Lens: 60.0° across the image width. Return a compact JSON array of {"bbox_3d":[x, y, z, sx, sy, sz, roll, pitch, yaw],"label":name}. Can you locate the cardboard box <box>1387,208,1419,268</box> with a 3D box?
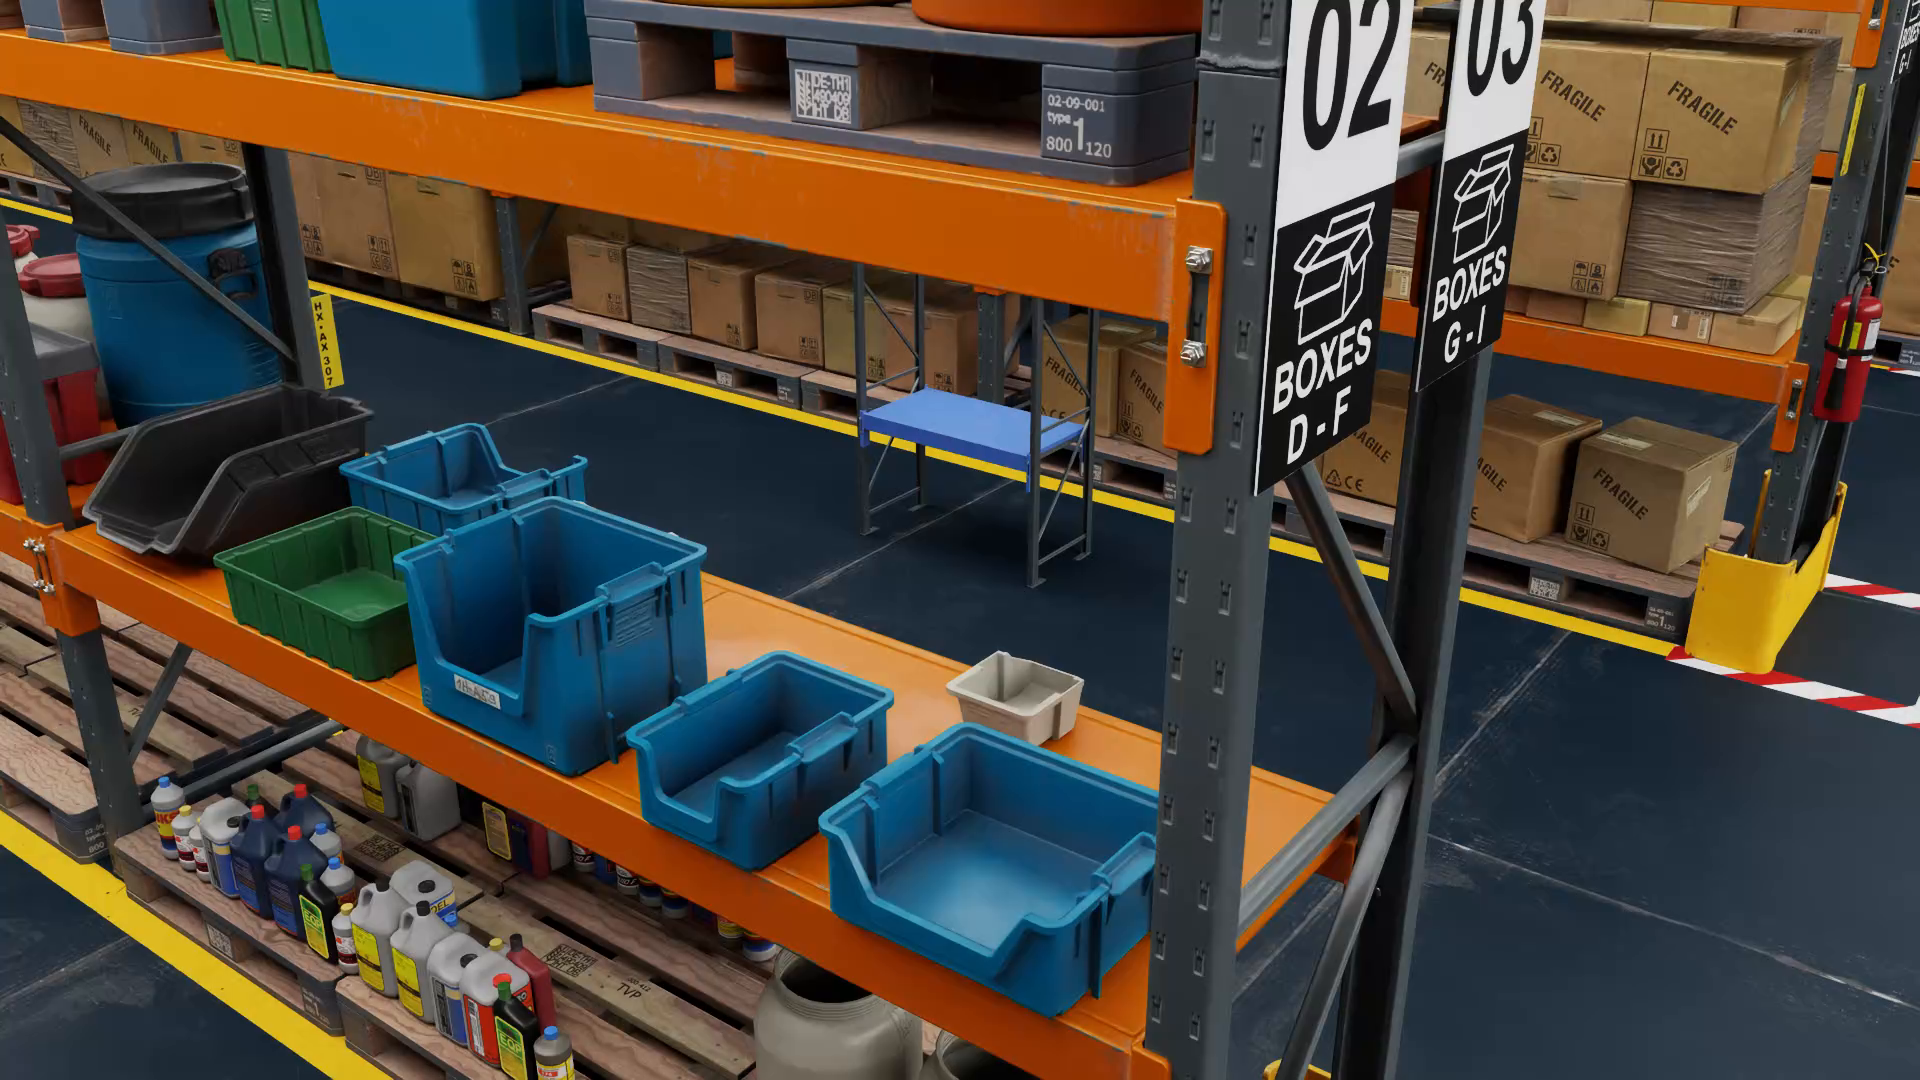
[{"bbox_3d":[2.371,-1.551,7.556,0.500,0.500,0.875,17,29,33],"label":"cardboard box"}]

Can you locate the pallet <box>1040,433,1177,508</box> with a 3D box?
[{"bbox_3d":[0.998,-0.550,9.236,1.213,0.211,1.003,17,29,33],"label":"pallet"}]

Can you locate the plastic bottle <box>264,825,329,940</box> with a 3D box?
[{"bbox_3d":[-1.983,1.007,4.985,0.185,0.351,0.144,15,28,31],"label":"plastic bottle"}]

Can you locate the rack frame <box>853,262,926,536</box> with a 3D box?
[{"bbox_3d":[-0.338,-0.789,8.180,0.032,1.500,0.500,17,29,33],"label":"rack frame"}]

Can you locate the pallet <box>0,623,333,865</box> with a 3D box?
[{"bbox_3d":[-3.182,0.720,6.355,1.213,0.211,1.003,17,29,33],"label":"pallet"}]

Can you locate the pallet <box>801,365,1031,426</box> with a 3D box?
[{"bbox_3d":[-0.184,-0.889,10.005,1.213,0.211,1.003,17,29,33],"label":"pallet"}]

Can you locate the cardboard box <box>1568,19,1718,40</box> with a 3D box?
[{"bbox_3d":[2.968,-1.993,7.321,0.500,0.500,0.500,17,29,33],"label":"cardboard box"}]

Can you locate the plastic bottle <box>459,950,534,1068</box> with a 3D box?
[{"bbox_3d":[-1.248,1.261,4.501,0.135,0.276,0.152,17,29,34],"label":"plastic bottle"}]

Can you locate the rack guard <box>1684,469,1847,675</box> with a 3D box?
[{"bbox_3d":[3.580,0.116,7.367,0.348,0.500,1.175,17,29,33],"label":"rack guard"}]

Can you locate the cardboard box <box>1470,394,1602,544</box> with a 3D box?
[{"bbox_3d":[2.652,-0.348,7.899,0.500,0.500,0.500,-17,29,-34],"label":"cardboard box"}]

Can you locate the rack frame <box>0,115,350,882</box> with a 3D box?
[{"bbox_3d":[-2.531,-0.379,5.390,0.127,3.000,1.000,17,29,33],"label":"rack frame"}]

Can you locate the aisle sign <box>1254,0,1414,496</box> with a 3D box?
[{"bbox_3d":[0.549,-0.488,2.414,0.004,0.787,0.394,17,29,33],"label":"aisle sign"}]

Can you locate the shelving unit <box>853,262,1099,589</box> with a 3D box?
[{"bbox_3d":[0.068,-0.666,7.901,1.048,1.500,0.538,17,29,33],"label":"shelving unit"}]

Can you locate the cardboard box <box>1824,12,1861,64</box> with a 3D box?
[{"bbox_3d":[5.927,-3.354,10.617,0.550,0.550,0.875,17,29,33],"label":"cardboard box"}]

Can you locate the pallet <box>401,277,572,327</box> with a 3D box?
[{"bbox_3d":[-3.347,-1.883,12.262,1.213,0.211,1.003,17,29,33],"label":"pallet"}]

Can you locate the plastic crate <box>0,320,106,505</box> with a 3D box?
[{"bbox_3d":[-3.102,-0.427,5.419,0.583,0.464,0.402,17,29,33],"label":"plastic crate"}]

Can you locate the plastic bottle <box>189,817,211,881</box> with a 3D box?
[{"bbox_3d":[-2.376,0.968,5.258,0.097,0.201,0.097,0,24,0],"label":"plastic bottle"}]

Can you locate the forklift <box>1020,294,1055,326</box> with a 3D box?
[{"bbox_3d":[-0.784,-3.093,11.635,3.031,2.935,1.130,19,30,37],"label":"forklift"}]

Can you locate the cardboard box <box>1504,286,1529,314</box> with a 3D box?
[{"bbox_3d":[2.492,-1.141,7.431,0.250,0.149,0.380,17,29,33],"label":"cardboard box"}]

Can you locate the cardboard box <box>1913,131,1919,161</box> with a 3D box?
[{"bbox_3d":[6.372,-2.729,10.538,0.550,0.550,0.875,17,29,33],"label":"cardboard box"}]

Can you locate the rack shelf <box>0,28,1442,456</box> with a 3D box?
[{"bbox_3d":[-0.930,-0.939,3.833,4.000,0.370,1.077,17,29,33],"label":"rack shelf"}]

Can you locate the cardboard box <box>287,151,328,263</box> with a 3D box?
[{"bbox_3d":[-4.722,-2.767,12.925,0.875,0.875,1.225,16,28,32],"label":"cardboard box"}]

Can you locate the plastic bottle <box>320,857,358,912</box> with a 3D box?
[{"bbox_3d":[-1.843,1.066,4.948,0.097,0.271,0.097,0,24,0],"label":"plastic bottle"}]

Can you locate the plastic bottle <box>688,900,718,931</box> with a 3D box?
[{"bbox_3d":[-0.764,1.030,5.015,0.133,0.283,0.061,17,29,34],"label":"plastic bottle"}]

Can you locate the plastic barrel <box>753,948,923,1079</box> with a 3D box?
[{"bbox_3d":[-0.304,1.279,4.192,0.421,0.512,0.421,0,24,0],"label":"plastic barrel"}]

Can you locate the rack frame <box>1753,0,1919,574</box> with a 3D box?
[{"bbox_3d":[3.640,-1.010,6.822,0.127,3.000,1.000,17,29,33],"label":"rack frame"}]

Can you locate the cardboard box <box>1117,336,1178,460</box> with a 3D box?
[{"bbox_3d":[1.199,-0.780,8.879,0.500,0.500,0.500,-16,28,-31],"label":"cardboard box"}]

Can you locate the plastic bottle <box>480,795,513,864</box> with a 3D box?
[{"bbox_3d":[-1.472,0.889,5.335,0.133,0.283,0.061,17,29,33],"label":"plastic bottle"}]

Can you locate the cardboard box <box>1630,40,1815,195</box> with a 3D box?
[{"bbox_3d":[3.052,-1.702,6.661,0.500,0.500,0.500,17,29,33],"label":"cardboard box"}]

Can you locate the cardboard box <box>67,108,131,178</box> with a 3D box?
[{"bbox_3d":[-7.162,-3.535,14.666,0.875,0.875,0.875,17,29,33],"label":"cardboard box"}]

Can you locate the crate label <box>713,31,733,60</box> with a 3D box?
[{"bbox_3d":[-0.630,-1.276,3.889,0.408,0.251,0.502,17,29,33],"label":"crate label"}]

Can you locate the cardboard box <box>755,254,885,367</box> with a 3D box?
[{"bbox_3d":[-0.857,-1.446,10.367,0.500,0.500,0.700,14,27,29],"label":"cardboard box"}]

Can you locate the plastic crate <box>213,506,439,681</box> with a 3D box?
[{"bbox_3d":[-1.614,0.137,4.481,0.662,0.188,0.450,17,29,33],"label":"plastic crate"}]

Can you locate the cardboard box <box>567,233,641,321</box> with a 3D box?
[{"bbox_3d":[-2.213,-1.846,11.275,0.500,0.500,0.700,15,28,31],"label":"cardboard box"}]

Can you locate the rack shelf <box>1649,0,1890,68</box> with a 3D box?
[{"bbox_3d":[2.040,-2.537,7.460,4.000,0.370,1.077,17,29,33],"label":"rack shelf"}]

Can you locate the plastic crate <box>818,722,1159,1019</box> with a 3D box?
[{"bbox_3d":[0.090,0.632,3.280,0.616,0.251,0.499,17,29,33],"label":"plastic crate"}]

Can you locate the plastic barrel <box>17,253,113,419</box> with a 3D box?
[{"bbox_3d":[-3.165,-0.743,6.048,0.433,0.535,0.433,0,24,0],"label":"plastic barrel"}]

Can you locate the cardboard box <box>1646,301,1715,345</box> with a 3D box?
[{"bbox_3d":[3.089,-0.958,7.015,0.250,0.149,0.380,17,29,33],"label":"cardboard box"}]

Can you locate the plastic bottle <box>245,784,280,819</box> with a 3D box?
[{"bbox_3d":[-2.200,0.916,5.274,0.133,0.283,0.061,17,29,33],"label":"plastic bottle"}]

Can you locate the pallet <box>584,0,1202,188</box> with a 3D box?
[{"bbox_3d":[0.067,-0.930,3.154,1.213,0.211,1.003,17,29,33],"label":"pallet"}]

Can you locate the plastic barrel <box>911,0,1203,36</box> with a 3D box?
[{"bbox_3d":[0.205,-1.250,2.592,0.708,0.830,0.600,17,29,33],"label":"plastic barrel"}]

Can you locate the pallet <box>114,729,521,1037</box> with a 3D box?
[{"bbox_3d":[-2.018,1.073,5.553,1.213,0.211,1.003,17,29,33],"label":"pallet"}]

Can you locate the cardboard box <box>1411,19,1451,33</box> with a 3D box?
[{"bbox_3d":[1.855,-2.067,7.488,0.500,0.500,0.500,17,29,33],"label":"cardboard box"}]

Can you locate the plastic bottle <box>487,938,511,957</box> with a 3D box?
[{"bbox_3d":[-1.299,1.217,4.693,0.097,0.201,0.097,0,24,0],"label":"plastic bottle"}]

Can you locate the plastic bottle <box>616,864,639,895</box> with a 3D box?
[{"bbox_3d":[-1.028,0.997,5.191,0.097,0.201,0.097,0,24,0],"label":"plastic bottle"}]

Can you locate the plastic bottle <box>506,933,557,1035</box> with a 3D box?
[{"bbox_3d":[-1.184,1.223,4.577,0.133,0.283,0.061,17,29,33],"label":"plastic bottle"}]

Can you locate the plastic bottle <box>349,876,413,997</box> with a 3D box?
[{"bbox_3d":[-1.643,1.109,4.752,0.185,0.351,0.144,17,29,33],"label":"plastic bottle"}]

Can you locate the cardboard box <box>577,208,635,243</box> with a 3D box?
[{"bbox_3d":[-2.207,-2.193,11.131,0.500,0.250,0.500,18,30,35],"label":"cardboard box"}]

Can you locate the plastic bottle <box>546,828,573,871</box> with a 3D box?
[{"bbox_3d":[-1.303,0.894,5.333,0.135,0.276,0.152,17,29,34],"label":"plastic bottle"}]

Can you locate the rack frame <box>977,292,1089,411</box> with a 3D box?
[{"bbox_3d":[0.440,-1.977,9.017,0.127,3.000,1.000,17,29,33],"label":"rack frame"}]

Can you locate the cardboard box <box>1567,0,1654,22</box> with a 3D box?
[{"bbox_3d":[4.629,-3.745,11.504,0.550,0.550,0.875,17,29,33],"label":"cardboard box"}]

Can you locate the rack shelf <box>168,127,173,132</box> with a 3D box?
[{"bbox_3d":[-7.562,-4.066,14.650,4.000,0.370,1.077,17,29,33],"label":"rack shelf"}]
